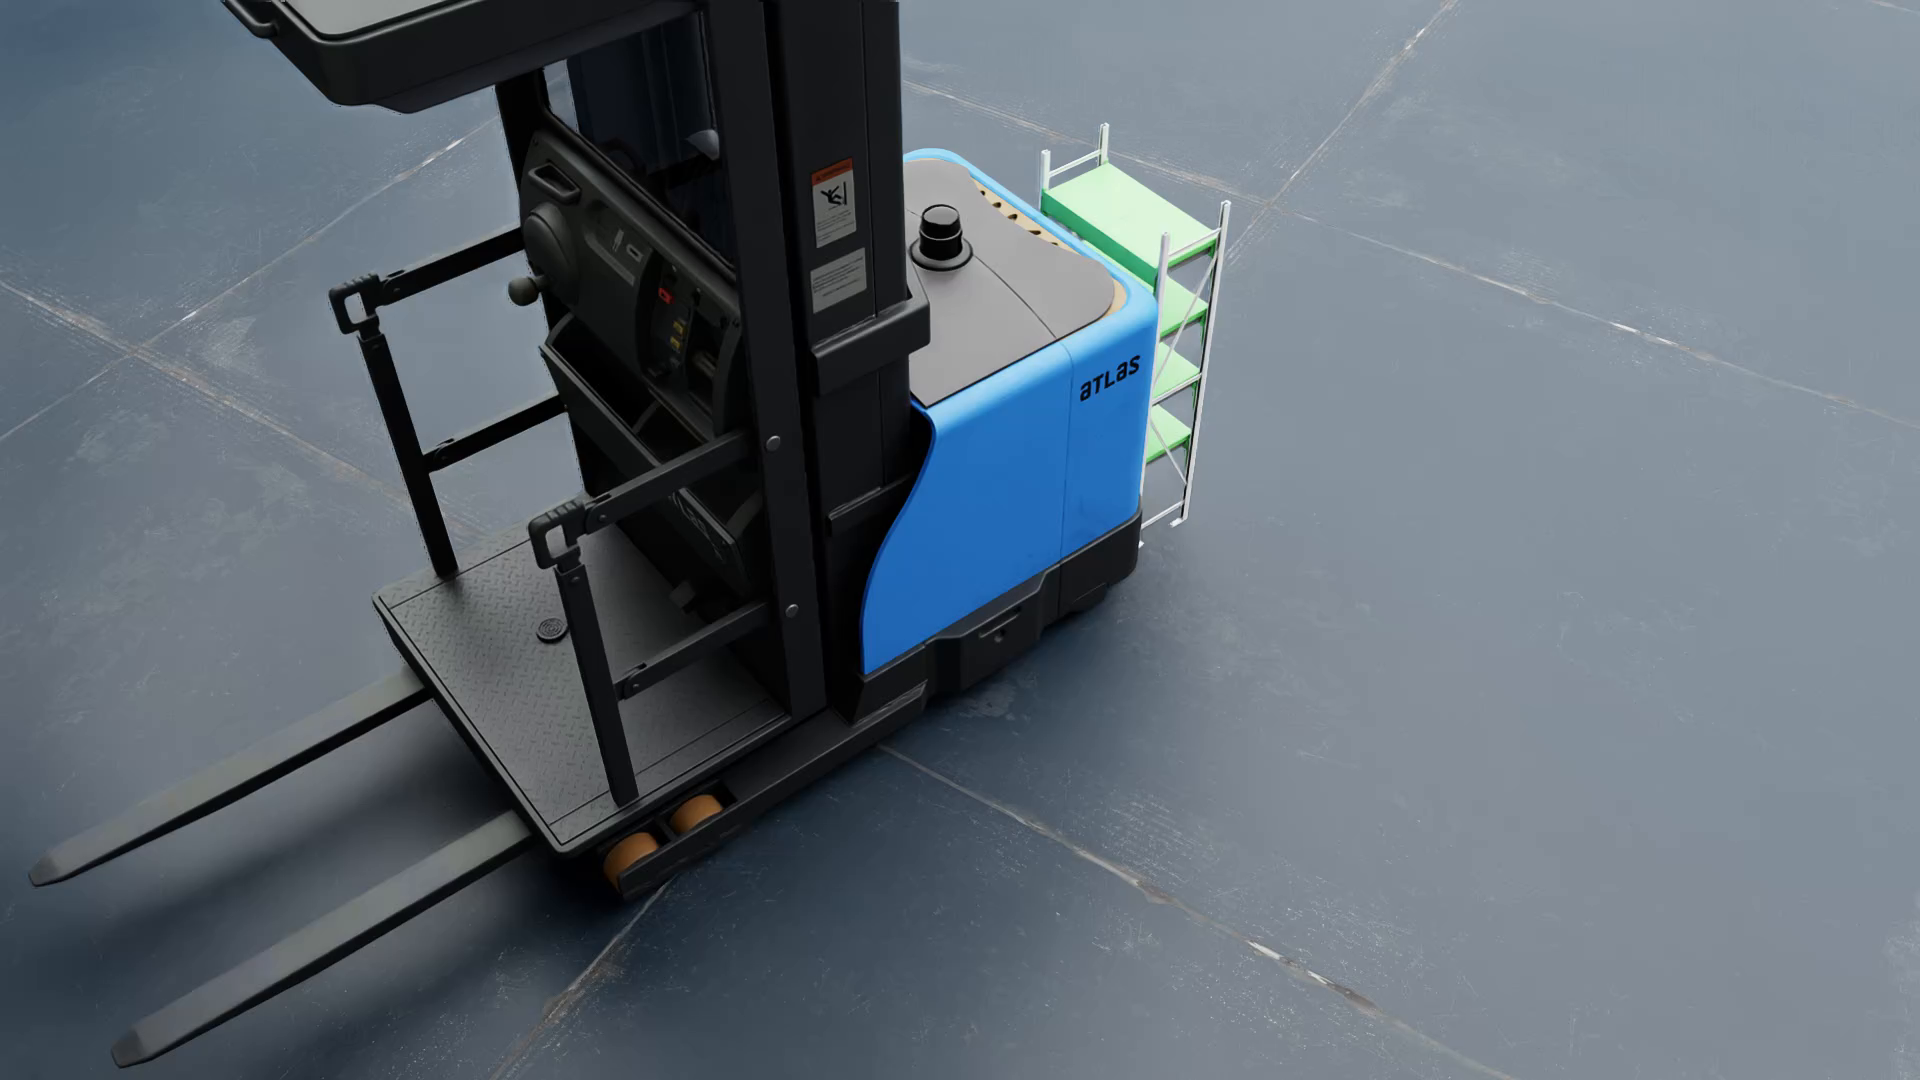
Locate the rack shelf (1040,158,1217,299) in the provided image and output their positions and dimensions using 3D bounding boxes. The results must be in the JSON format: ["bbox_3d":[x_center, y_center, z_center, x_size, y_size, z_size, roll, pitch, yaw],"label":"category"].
[{"bbox_3d":[0.476,-0.864,4.672,0.258,0.148,0.480,-29,53,-26],"label":"rack shelf"}]

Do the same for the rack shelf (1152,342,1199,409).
[{"bbox_3d":[0.476,-0.529,5.016,0.258,0.148,0.480,-29,53,-26],"label":"rack shelf"}]

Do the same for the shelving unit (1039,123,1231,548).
[{"bbox_3d":[0.476,-0.574,4.971,0.258,1.200,0.503,-29,53,-26],"label":"shelving unit"}]

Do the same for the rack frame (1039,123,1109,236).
[{"bbox_3d":[0.325,-0.711,5.104,0.240,1.200,0.015,-29,53,-26],"label":"rack frame"}]

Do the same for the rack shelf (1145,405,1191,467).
[{"bbox_3d":[0.475,-0.362,5.189,0.258,0.148,0.480,-29,53,-26],"label":"rack shelf"}]

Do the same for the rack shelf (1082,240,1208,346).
[{"bbox_3d":[0.476,-0.696,4.844,0.258,0.148,0.480,-29,53,-26],"label":"rack shelf"}]

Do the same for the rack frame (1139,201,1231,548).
[{"bbox_3d":[0.627,-0.436,4.837,0.240,1.200,0.015,-29,53,-26],"label":"rack frame"}]

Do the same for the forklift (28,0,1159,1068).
[{"bbox_3d":[-0.928,-0.527,3.718,3.031,2.935,1.130,-29,53,-26],"label":"forklift"}]
